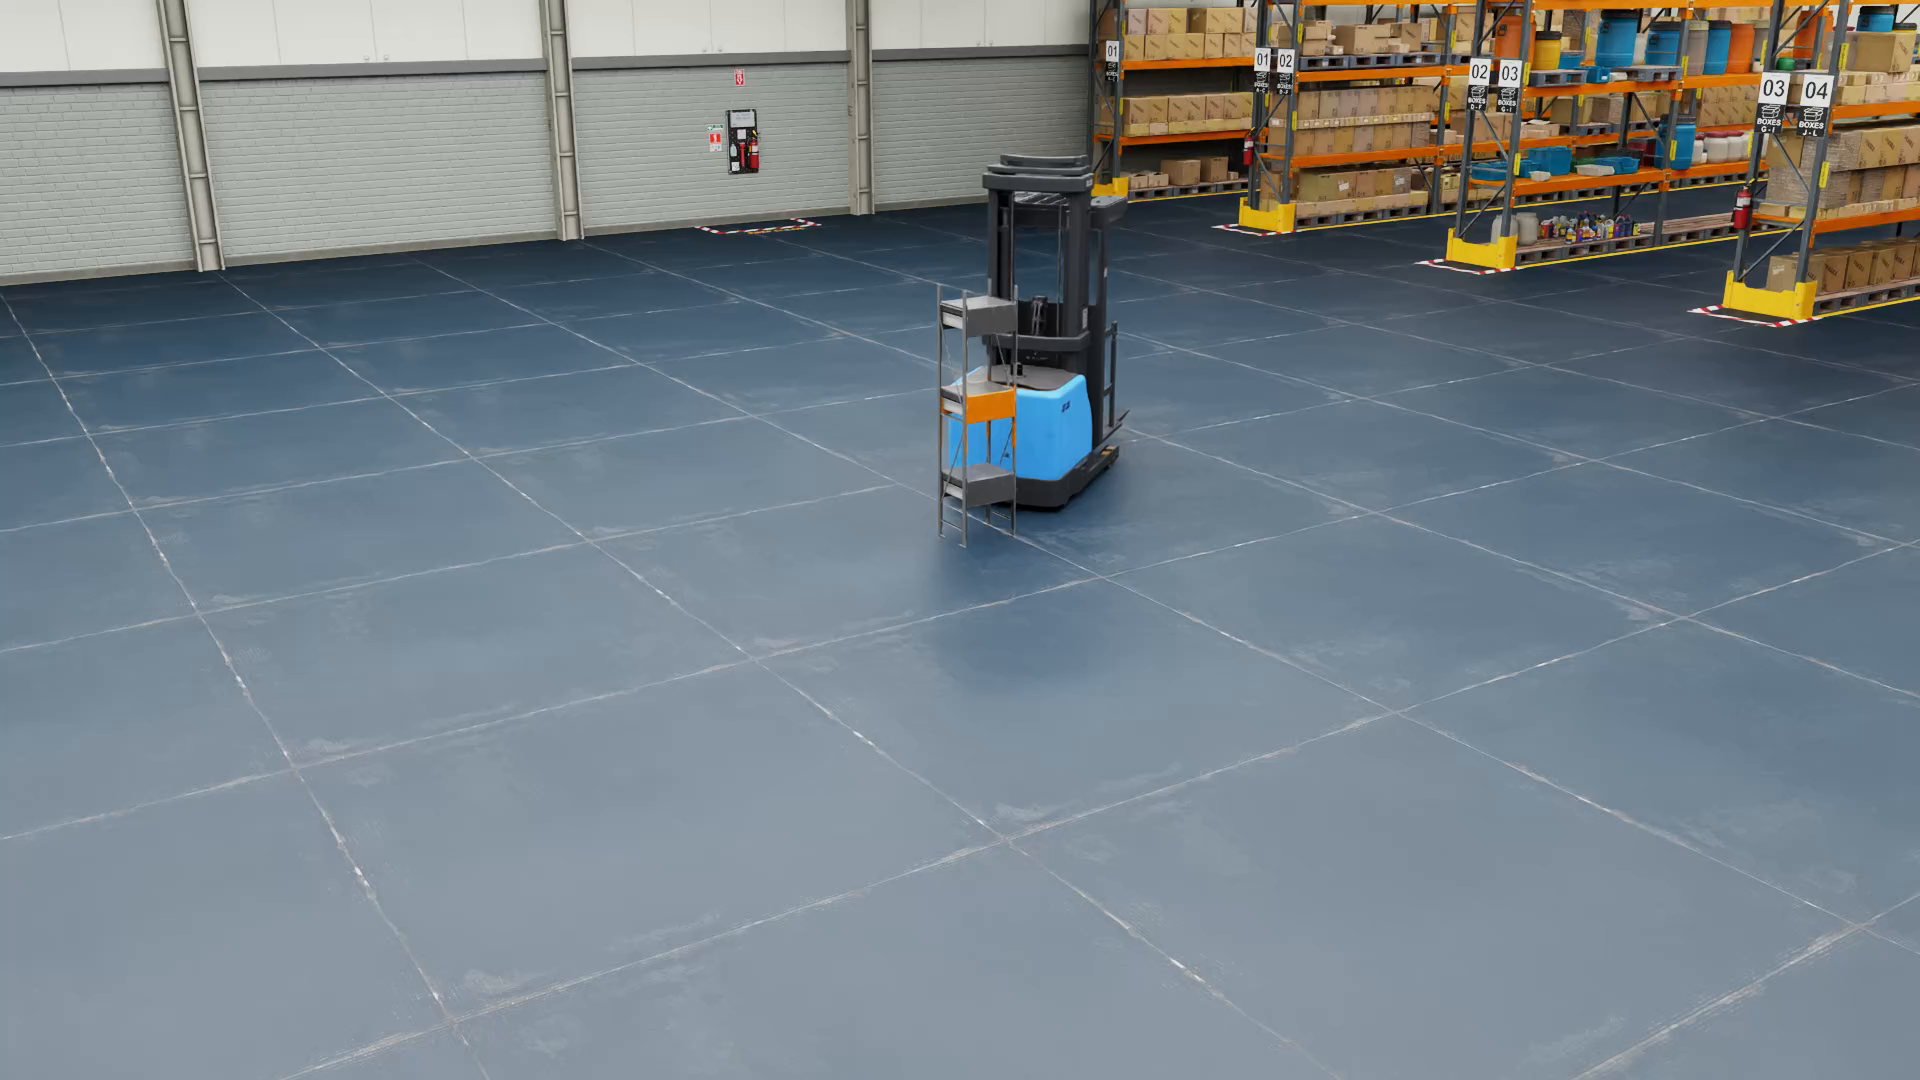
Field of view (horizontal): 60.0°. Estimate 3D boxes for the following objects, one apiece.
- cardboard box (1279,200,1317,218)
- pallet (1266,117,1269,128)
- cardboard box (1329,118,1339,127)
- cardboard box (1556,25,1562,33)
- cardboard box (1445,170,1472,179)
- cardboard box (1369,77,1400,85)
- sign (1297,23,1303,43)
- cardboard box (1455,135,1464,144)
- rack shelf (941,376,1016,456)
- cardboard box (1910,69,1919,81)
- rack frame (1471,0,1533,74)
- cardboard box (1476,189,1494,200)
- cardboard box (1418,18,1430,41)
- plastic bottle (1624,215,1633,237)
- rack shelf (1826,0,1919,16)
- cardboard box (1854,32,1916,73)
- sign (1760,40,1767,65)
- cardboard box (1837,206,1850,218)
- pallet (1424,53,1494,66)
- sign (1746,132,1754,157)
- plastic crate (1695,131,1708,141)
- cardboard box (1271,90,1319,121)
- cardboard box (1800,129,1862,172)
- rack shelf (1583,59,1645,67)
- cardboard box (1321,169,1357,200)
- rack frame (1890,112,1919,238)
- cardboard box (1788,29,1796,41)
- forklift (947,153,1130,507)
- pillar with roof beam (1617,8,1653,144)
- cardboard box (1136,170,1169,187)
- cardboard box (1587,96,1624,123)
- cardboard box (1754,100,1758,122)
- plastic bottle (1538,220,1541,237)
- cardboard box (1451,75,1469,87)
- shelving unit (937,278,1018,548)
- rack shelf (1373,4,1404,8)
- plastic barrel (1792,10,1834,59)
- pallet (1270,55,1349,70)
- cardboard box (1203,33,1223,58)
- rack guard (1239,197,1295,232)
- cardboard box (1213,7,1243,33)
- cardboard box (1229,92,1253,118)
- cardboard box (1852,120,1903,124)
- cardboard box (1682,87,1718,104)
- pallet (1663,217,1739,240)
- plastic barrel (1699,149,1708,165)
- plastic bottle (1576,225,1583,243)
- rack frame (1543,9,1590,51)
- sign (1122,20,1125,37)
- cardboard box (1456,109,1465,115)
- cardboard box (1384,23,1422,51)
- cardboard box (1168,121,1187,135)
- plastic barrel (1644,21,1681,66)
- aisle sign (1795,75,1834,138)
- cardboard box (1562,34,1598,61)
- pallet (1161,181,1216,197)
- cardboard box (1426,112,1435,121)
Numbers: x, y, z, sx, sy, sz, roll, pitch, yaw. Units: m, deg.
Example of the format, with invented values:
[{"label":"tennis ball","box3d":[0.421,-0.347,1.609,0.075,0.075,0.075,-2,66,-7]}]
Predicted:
[{"label":"cardboard box","box3d":[6.272,-6.159,30.915,0.500,0.250,0.500,-12,22,-31]},{"label":"pallet","box3d":[7.033,-9.261,36.754,1.213,0.211,1.003,-12,22,-31]},{"label":"cardboard box","box3d":[6.788,-7.728,30.751,0.250,0.149,0.380,-12,22,-32]},{"label":"cardboard box","box3d":[14.576,-12.491,40.747,0.500,0.250,0.500,-13,22,-33]},{"label":"cardboard box","box3d":[9.946,-7.187,33.081,0.500,0.311,0.500,-12,22,-32]},{"label":"cardboard box","box3d":[9.892,-10.663,38.779,0.500,0.250,0.500,-11,22,-30]},{"label":"sign","box3d":[6.002,-8.950,29.363,0.005,0.325,0.100,-12,22,-31]},{"label":"cardboard box","box3d":[9.895,-7.914,32.863,0.250,0.149,0.380,-12,22,-31]},{"label":"rack shelf","box3d":[0.138,-1.011,13.499,0.480,0.518,0.431,-12,22,-31]},{"label":"cardboard box","box3d":[13.277,-6.452,23.074,0.250,0.149,0.380,-11,21,-29]},{"label":"rack frame","box3d":[8.423,-8.744,25.557,0.127,3.000,1.000,-12,22,-31]},{"label":"cardboard box","box3d":[10.375,-7.015,33.447,0.500,0.250,0.500,-13,22,-33]},{"label":"cardboard box","box3d":[10.443,-11.846,38.573,0.500,0.500,0.700,-13,23,-34]},{"label":"plastic bottle","box3d":[11.384,-5.369,28.392,0.185,0.351,0.144,-13,22,-33]},{"label":"rack shelf","box3d":[16.775,-9.975,30.946,4.000,0.370,1.077,-12,22,-31]},{"label":"cardboard box","box3d":[12.536,-6.612,22.535,0.500,0.500,0.500,-12,22,-32]},{"label":"sign","box3d":[10.859,-6.569,22.426,0.005,0.325,0.100,-12,22,-31]},{"label":"cardboard box","box3d":[11.953,-4.523,22.833,0.250,0.149,0.380,-12,22,-31]},{"label":"pallet","box3d":[9.772,-9.421,32.543,1.217,0.209,0.805,-13,23,-34]},{"label":"sign","box3d":[10.859,-5.427,22.813,0.005,0.325,0.100,-12,22,-31]},{"label":"plastic crate","box3d":[13.587,-7.138,30.076,0.583,0.464,0.402,-12,22,-31]},{"label":"cardboard box","box3d":[6.143,-7.977,30.476,0.500,0.500,0.700,-12,22,-31]},{"label":"cardboard box","box3d":[11.756,-5.263,22.446,0.500,0.500,0.500,-12,22,-31]},{"label":"rack shelf","box3d":[14.054,-10.069,35.284,4.000,0.370,1.077,-12,22,-31]},{"label":"cardboard box","box3d":[7.099,-6.694,31.328,0.500,0.500,0.500,-12,22,-31]},{"label":"rack frame","box3d":[14.488,-5.281,24.683,0.127,3.000,1.000,-12,22,-31]},{"label":"cardboard box","box3d":[18.776,-11.474,37.769,0.500,0.250,0.500,-12,22,-31]},{"label":"forklift","box3d":[0.884,-2.105,15.395,1.130,2.935,3.031,7,20,20]},{"label":"pillar with roof beam","box3d":[20.484,-13.767,40.417,0.400,9.000,9.100,-12,22,-31]},{"label":"cardboard box","box3d":[4.078,-7.684,35.303,0.500,0.311,0.500,-10,21,-27]},{"label":"cardboard box","box3d":[13.716,-9.134,35.266,0.500,0.500,0.700,-8,20,-21]},{"label":"cardboard box","box3d":[17.989,-9.762,37.782,0.500,0.500,0.500,-12,22,-31]},{"label":"plastic bottle","box3d":[9.803,-5.289,28.261,0.133,0.283,0.061,-11,22,-30]},{"label":"cardboard box","box3d":[11.889,-10.890,39.451,0.500,0.250,0.500,-11,22,-30]},{"label":"shelving unit","box3d":[0.138,-1.024,13.495,0.503,2.100,0.431,-12,22,-31]},{"label":"rack shelf","box3d":[11.326,-12.625,38.785,4.000,0.370,1.077,-12,22,-31]},{"label":"plastic barrel","box3d":[15.580,-9.233,30.363,0.708,0.830,0.600,-12,22,-31]},{"label":"pallet","box3d":[6.307,-8.724,30.320,1.213,0.211,1.003,-12,22,-31]},{"label":"cardboard box","box3d":[5.158,-10.385,34.910,0.500,0.500,0.500,-13,23,-33]},{"label":"rack guard","box3d":[5.682,-6.039,30.827,0.348,0.500,1.175,-12,22,-31]},{"label":"cardboard box","box3d":[5.591,-10.947,35.009,0.500,0.500,0.500,-11,21,-28]},{"label":"cardboard box","box3d":[6.090,-9.384,35.850,0.500,0.500,0.500,-12,22,-32]},{"label":"cardboard box","box3d":[13.138,-5.756,23.904,0.500,0.500,0.500,-12,22,-31]},{"label":"cardboard box","box3d":[16.272,-9.870,36.538,0.500,0.500,0.500,-11,22,-30]},{"label":"pallet","box3d":[13.418,-5.650,30.128,1.213,0.211,1.003,-12,22,-31]},{"label":"plastic barrel","box3d":[12.954,-6.733,29.192,0.301,0.262,0.301,0,19,0]},{"label":"plastic bottle","box3d":[10.308,-5.094,27.684,0.133,0.283,0.061,-11,22,-31]},{"label":"rack frame","box3d":[12.383,-11.478,33.646,0.127,3.000,1.000,-12,22,-31]},{"label":"sign","box3d":[3.273,-10.241,33.307,0.005,0.325,0.100,-12,22,-31]},{"label":"cardboard box","box3d":[11.785,-10.208,39.618,0.250,0.149,0.380,-13,22,-33]},{"label":"cardboard box","box3d":[8.477,-9.647,31.883,0.500,0.500,0.500,-10,21,-27]},{"label":"cardboard box","box3d":[4.411,-8.674,34.922,0.500,0.250,0.500,-12,22,-32]},{"label":"plastic barrel","box3d":[12.069,-8.412,28.478,0.708,0.901,0.600,-12,22,-31]},{"label":"aisle sign","box3d":[11.260,-5.717,21.913,0.004,0.787,0.394,-12,22,-31]},{"label":"cardboard box","box3d":[12.729,-10.191,34.364,0.500,0.500,0.910,-12,22,-31]},{"label":"pallet","box3d":[4.754,-7.591,35.869,1.213,0.211,1.003,-12,22,-31]},{"label":"cardboard box","box3d":[8.933,-8.181,32.092,0.250,0.149,0.380,-12,22,-31]}]
